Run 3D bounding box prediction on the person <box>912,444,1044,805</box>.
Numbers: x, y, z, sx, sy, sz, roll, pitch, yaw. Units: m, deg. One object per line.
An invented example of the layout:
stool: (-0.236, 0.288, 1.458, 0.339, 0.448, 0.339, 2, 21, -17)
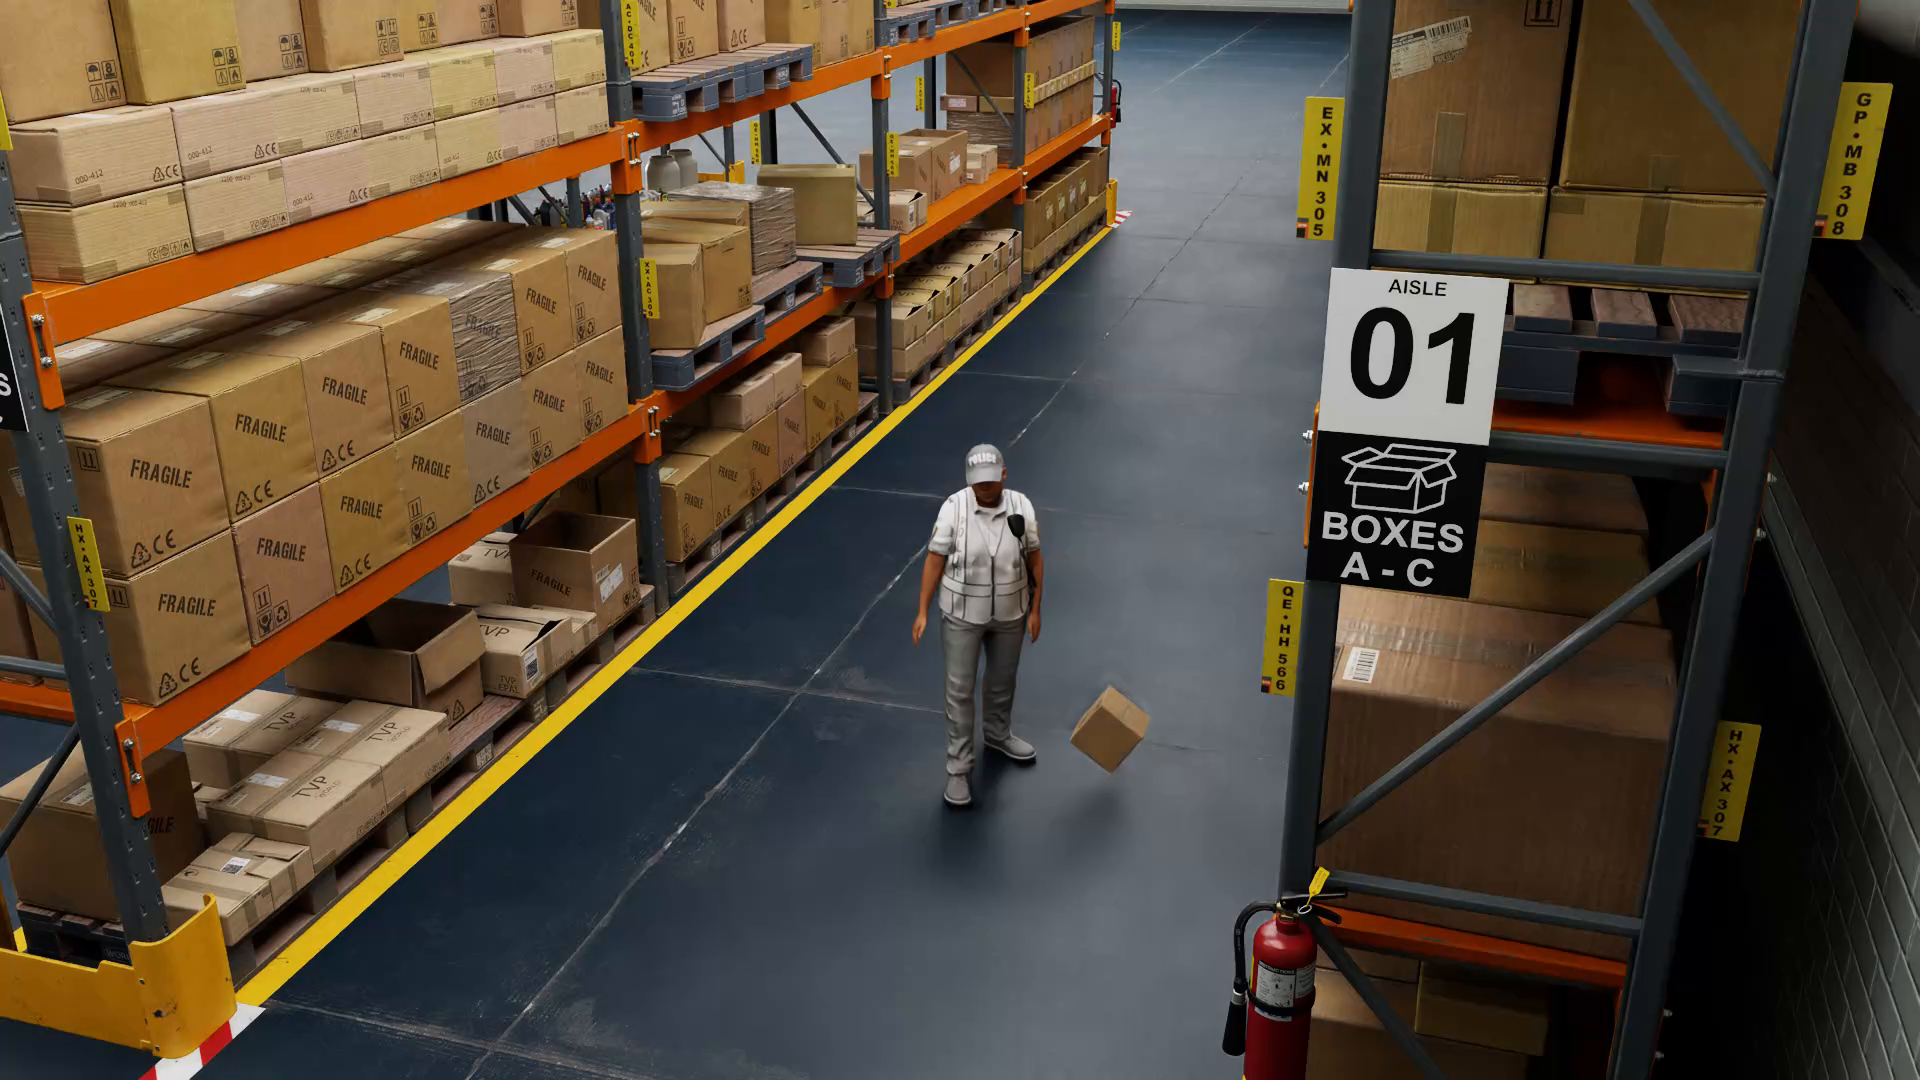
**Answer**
person: (0.088, 0.357, 7.670, 0.629, 1.651, 0.616, -5, 23, -12)
